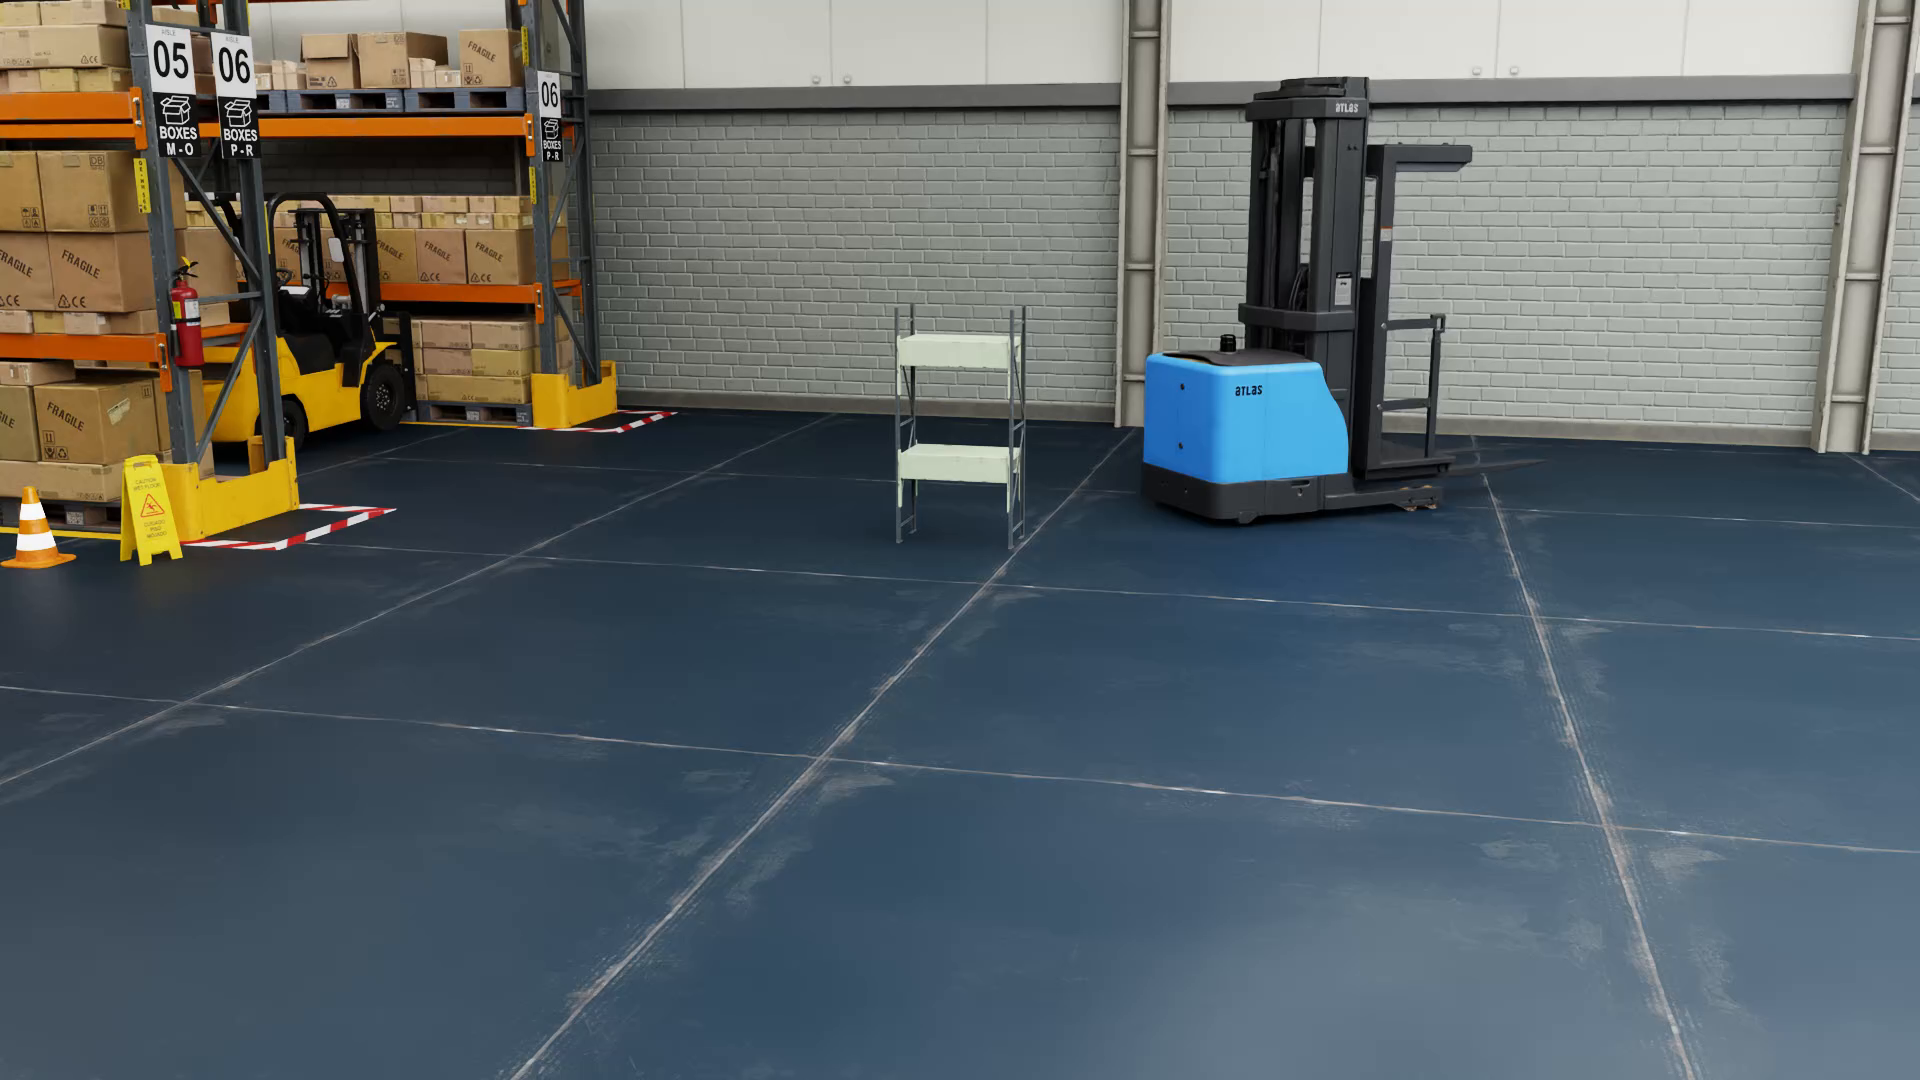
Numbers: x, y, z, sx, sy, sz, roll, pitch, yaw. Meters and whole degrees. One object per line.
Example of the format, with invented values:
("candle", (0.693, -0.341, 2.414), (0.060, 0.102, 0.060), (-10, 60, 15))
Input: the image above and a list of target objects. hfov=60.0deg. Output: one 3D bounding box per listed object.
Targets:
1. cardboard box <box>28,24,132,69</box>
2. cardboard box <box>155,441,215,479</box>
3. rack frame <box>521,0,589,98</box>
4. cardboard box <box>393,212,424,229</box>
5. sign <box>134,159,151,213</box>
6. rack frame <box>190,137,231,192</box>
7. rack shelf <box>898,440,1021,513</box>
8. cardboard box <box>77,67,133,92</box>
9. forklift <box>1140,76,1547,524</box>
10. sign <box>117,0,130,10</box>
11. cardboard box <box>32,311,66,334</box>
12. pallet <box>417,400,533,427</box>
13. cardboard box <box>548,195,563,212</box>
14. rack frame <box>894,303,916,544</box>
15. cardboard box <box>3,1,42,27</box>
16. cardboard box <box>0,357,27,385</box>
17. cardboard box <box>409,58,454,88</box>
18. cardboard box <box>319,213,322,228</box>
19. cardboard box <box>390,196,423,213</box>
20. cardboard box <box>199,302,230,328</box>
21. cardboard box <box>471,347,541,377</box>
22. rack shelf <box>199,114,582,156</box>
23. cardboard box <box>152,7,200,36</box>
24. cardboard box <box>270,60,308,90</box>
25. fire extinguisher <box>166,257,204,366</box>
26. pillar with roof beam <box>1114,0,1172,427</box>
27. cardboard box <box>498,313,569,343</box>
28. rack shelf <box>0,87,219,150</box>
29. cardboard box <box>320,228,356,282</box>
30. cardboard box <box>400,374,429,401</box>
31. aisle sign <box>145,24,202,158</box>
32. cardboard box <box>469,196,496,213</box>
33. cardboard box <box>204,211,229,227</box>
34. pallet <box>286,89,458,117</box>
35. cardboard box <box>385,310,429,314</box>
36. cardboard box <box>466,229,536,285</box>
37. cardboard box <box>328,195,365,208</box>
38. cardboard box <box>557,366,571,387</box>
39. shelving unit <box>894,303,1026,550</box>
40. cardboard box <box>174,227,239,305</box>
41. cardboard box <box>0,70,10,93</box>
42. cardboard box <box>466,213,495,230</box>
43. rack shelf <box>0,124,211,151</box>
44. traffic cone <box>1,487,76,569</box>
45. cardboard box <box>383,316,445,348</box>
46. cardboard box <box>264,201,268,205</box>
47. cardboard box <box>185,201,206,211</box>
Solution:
("cardboard box", (-5.448, -3.086, 10.454), (0.500, 0.250, 0.500), (3, 13, 13))
("cardboard box", (-5.603, -0.543, 11.634), (0.500, 0.250, 0.500), (3, 13, 13))
("rack frame", (-3.701, -5.553, 14.987), (0.127, 3.000, 1.000), (3, 13, 14))
("cardboard box", (-5.106, -3.001, 15.608), (0.250, 0.149, 0.380), (3, 13, 12))
("sign", (-5.039, -2.184, 10.250), (0.005, 0.325, 0.100), (3, 13, 14))
("rack frame", (-7.584, -2.832, 16.572), (0.127, 3.000, 1.000), (3, 13, 14))
("rack shelf", (0.006, -0.414, 10.640), (0.720, 0.370, 0.431), (3, 13, 14))
("cardboard box", (-5.300, -2.882, 10.452), (0.250, 0.149, 0.380), (3, 13, 14))
("forklift", (2.847, -1.730, 11.763), (3.031, 2.935, 1.130), (-6, 14, -24))
("sign", (-5.039, -3.361, 9.989), (0.005, 0.325, 0.100), (3, 13, 14))
("cardboard box", (-5.817, -1.440, 10.877), (0.250, 0.149, 0.380), (3, 13, 13))
("pallet", (-4.453, -1.294, 16.078), (1.213, 0.211, 1.003), (3, 13, 14))
("cardboard box", (-3.976, -3.197, 15.804), (0.250, 0.149, 0.380), (3, 13, 12))
("rack frame", (-0.349, -0.751, 10.655), (0.023, 1.500, 0.400), (3, 13, 14))
("cardboard box", (-5.779, -3.298, 10.485), (0.250, 0.149, 0.380), (3, 13, 13))
("cardboard box", (-6.343, -1.131, 11.056), (0.250, 0.149, 0.380), (3, 13, 14))
("cardboard box", (-4.824, -4.269, 15.235), (0.258, 0.266, 0.396), (3, 13, 14))
("cardboard box", (-6.102, -3.053, 15.840), (0.250, 0.149, 0.380), (3, 13, 12))
("cardboard box", (-5.110, -3.142, 15.555), (0.250, 0.149, 0.380), (3, 13, 15))
("cardboard box", (-5.167, -1.519, 11.234), (0.250, 0.149, 0.380), (3, 13, 14))
("cardboard box", (-4.248, -1.690, 15.652), (0.500, 0.250, 0.500), (3, 13, 13))
("rack shelf", (-5.643, -3.841, 15.857), (4.000, 0.370, 1.077), (3, 13, 14))
("cardboard box", (-5.183, -3.373, 10.823), (0.250, 0.149, 0.380), (3, 13, 13))
("cardboard box", (-6.216, -4.344, 15.570), (0.258, 0.266, 0.396), (3, 13, 12))
("fire extinguisher", (-4.886, -1.440, 10.476), (0.183, 0.674, 0.296), (3, 13, 14))
("pillar with roof beam", (0.633, -4.562, 10.520), (0.400, 9.000, 9.100), (3, 13, 14))
("cardboard box", (-4.122, -2.040, 16.072), (0.500, 0.250, 0.500), (3, 13, 13))
("rack shelf", (-6.828, -2.797, 11.152), (4.000, 0.370, 1.077), (3, 13, 14))
("cardboard box", (-5.731, -2.723, 15.849), (0.500, 0.500, 0.500), (3, 13, 14))
("cardboard box", (-5.197, -1.500, 15.950), (0.500, 0.250, 0.500), (3, 13, 14))
("aisle sign", (-4.896, -2.785, 10.360), (0.004, 0.787, 0.394), (3, 13, 14))
("cardboard box", (-4.346, -3.115, 15.435), (0.250, 0.149, 0.380), (3, 13, 14))
("cardboard box", (-7.086, -3.112, 16.108), (0.250, 0.149, 0.380), (3, 13, 15))
("pallet", (-5.569, -4.150, 15.794), (1.213, 0.211, 1.003), (3, 13, 14))
("cardboard box", (-5.587, -2.121, 16.439), (0.500, 0.250, 0.500), (3, 13, 12))
("cardboard box", (-4.242, -2.643, 15.492), (0.500, 0.500, 0.500), (3, 13, 12))
("cardboard box", (-5.830, -3.204, 15.835), (0.250, 0.149, 0.380), (3, 13, 14))
("cardboard box", (-4.131, -1.553, 16.189), (0.500, 0.250, 0.500), (3, 13, 14))
("shelving unit", (0.006, -0.732, 10.570), (0.755, 1.500, 0.431), (3, 13, 14))
("cardboard box", (-5.280, -1.857, 11.261), (0.500, 0.500, 0.500), (3, 13, 13))
("cardboard box", (-6.029, -2.936, 10.695), (0.250, 0.149, 0.380), (3, 13, 14))
("cardboard box", (-4.360, -2.956, 15.403), (0.250, 0.149, 0.380), (3, 13, 14))
("rack shelf", (-9.526, -4.049, 16.793), (4.000, 0.370, 1.077), (3, 13, 14))
("traffic cone", (-5.613, -0.093, 10.084), (0.334, 0.463, 0.336), (3, 13, 14))
("cardboard box", (-5.212, -1.983, 15.815), (0.500, 0.250, 0.500), (3, 13, 14))
("cardboard box", (-6.595, -3.223, 15.919), (0.250, 0.149, 0.380), (3, 13, 15))
("cardboard box", (-7.346, -3.264, 16.103), (0.250, 0.149, 0.380), (3, 13, 15))
